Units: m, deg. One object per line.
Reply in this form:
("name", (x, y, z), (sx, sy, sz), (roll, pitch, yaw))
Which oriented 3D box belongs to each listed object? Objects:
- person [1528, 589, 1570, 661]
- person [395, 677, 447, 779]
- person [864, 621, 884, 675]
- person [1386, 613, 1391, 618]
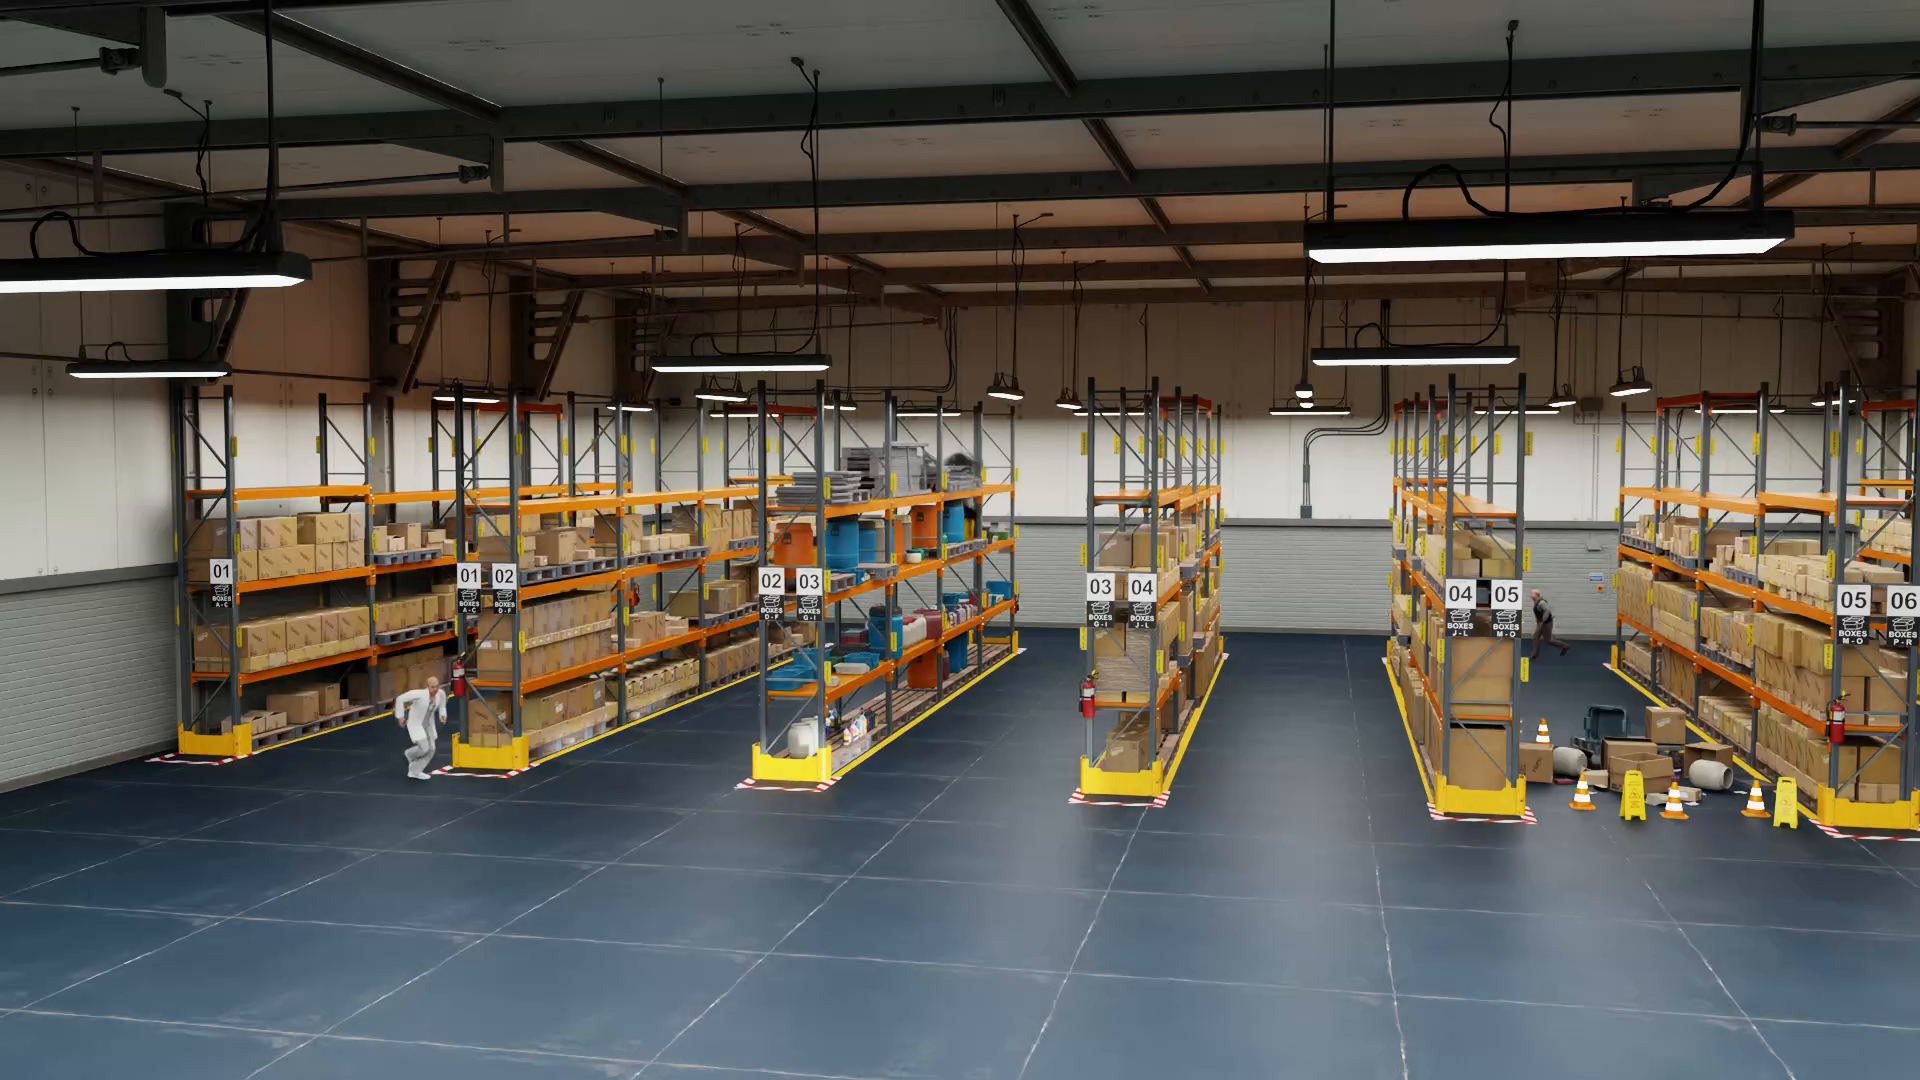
("person", (13.757, 1.996, 38.925), (0.989, 1.675, 0.649), (1, 3, 12))
("person", (-8.052, 2.820, 24.870), (0.873, 1.591, 0.736), (3, 4, 40))
("person", (-1.819, 2.245, 36.040), (0.544, 1.468, 0.826), (0, 3, -1))
("person", (10.625, 1.915, 39.661), (0.941, 1.698, 0.624), (-1, 3, -19))
